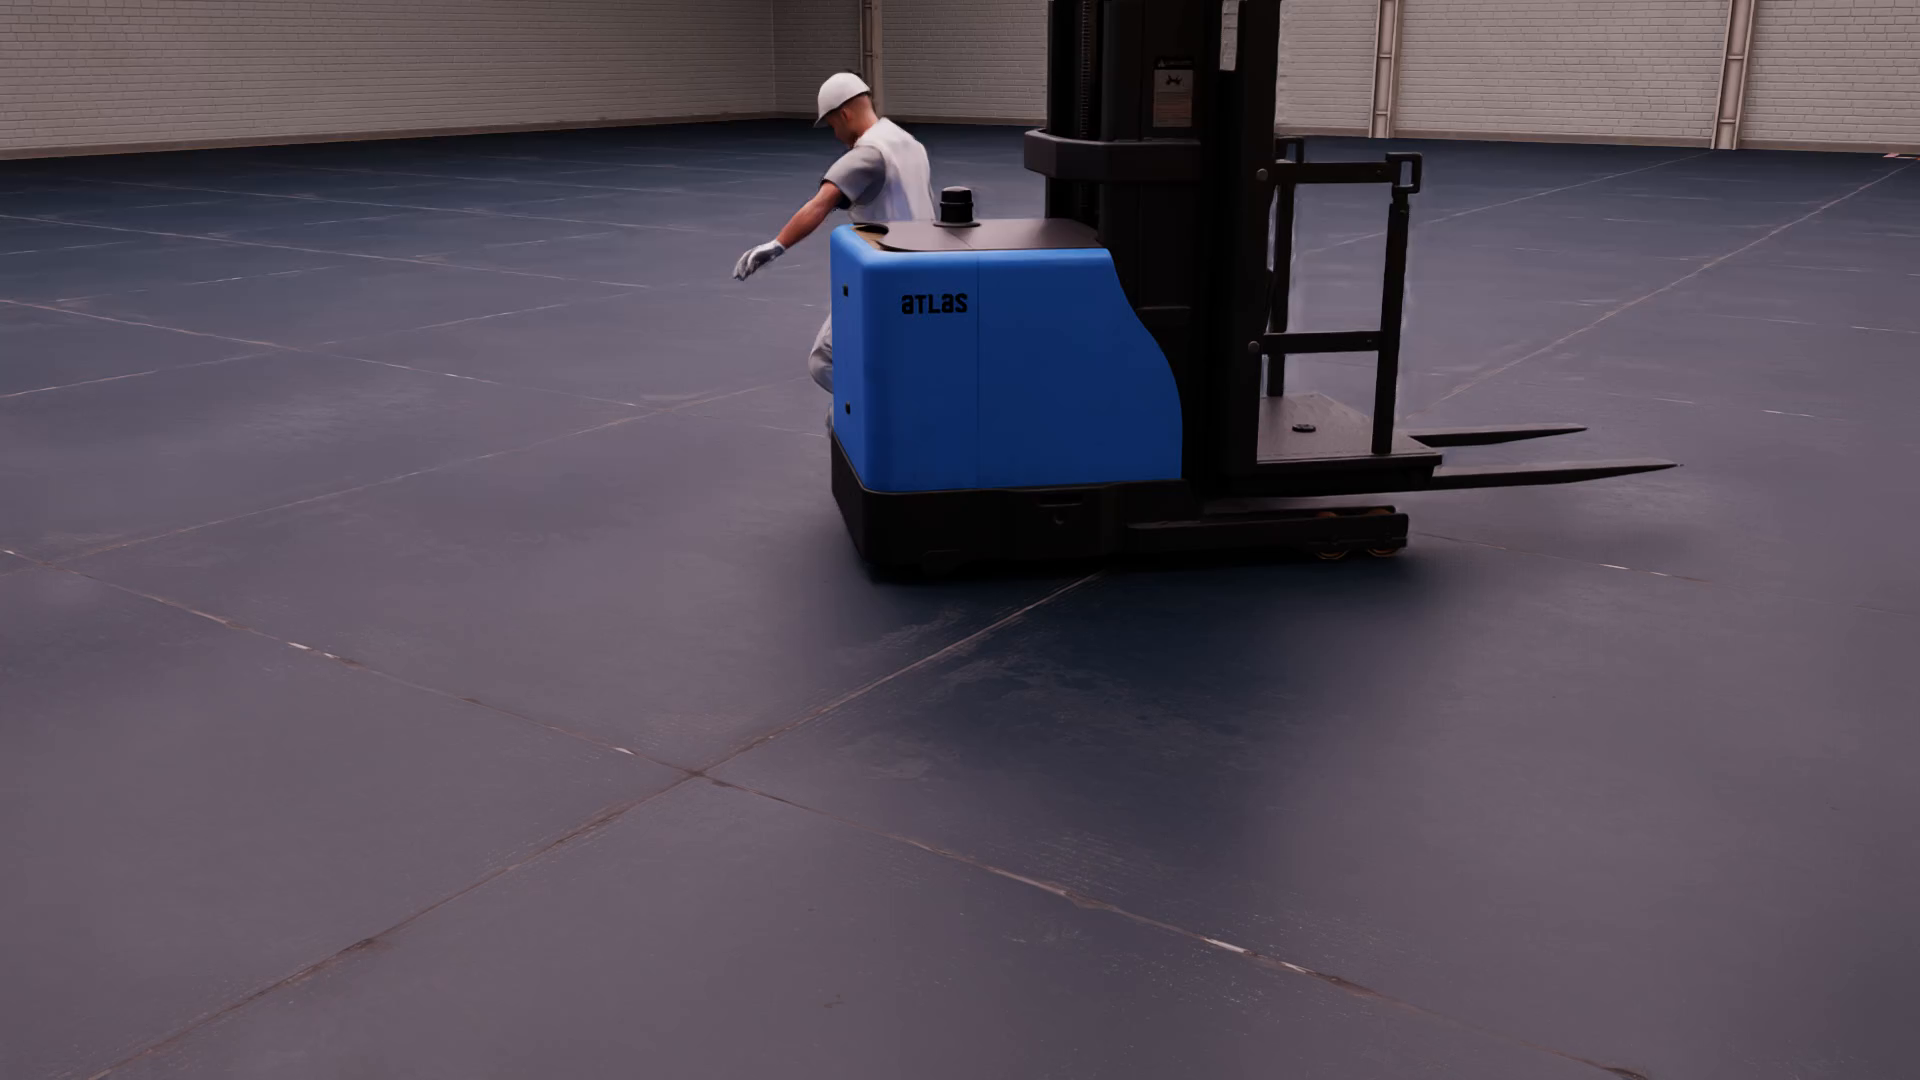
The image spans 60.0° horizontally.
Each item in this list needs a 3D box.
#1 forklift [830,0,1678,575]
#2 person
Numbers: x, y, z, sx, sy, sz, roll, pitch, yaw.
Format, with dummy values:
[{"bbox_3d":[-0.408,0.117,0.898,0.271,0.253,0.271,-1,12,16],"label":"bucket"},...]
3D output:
[{"bbox_3d":[1.084,-1.479,5.778,3.031,2.935,1.130,-3,17,-11],"label":"forklift"},{"bbox_3d":[-0.445,-1.055,6.679,0.924,1.578,1.158,9,19,28],"label":"person"}]
